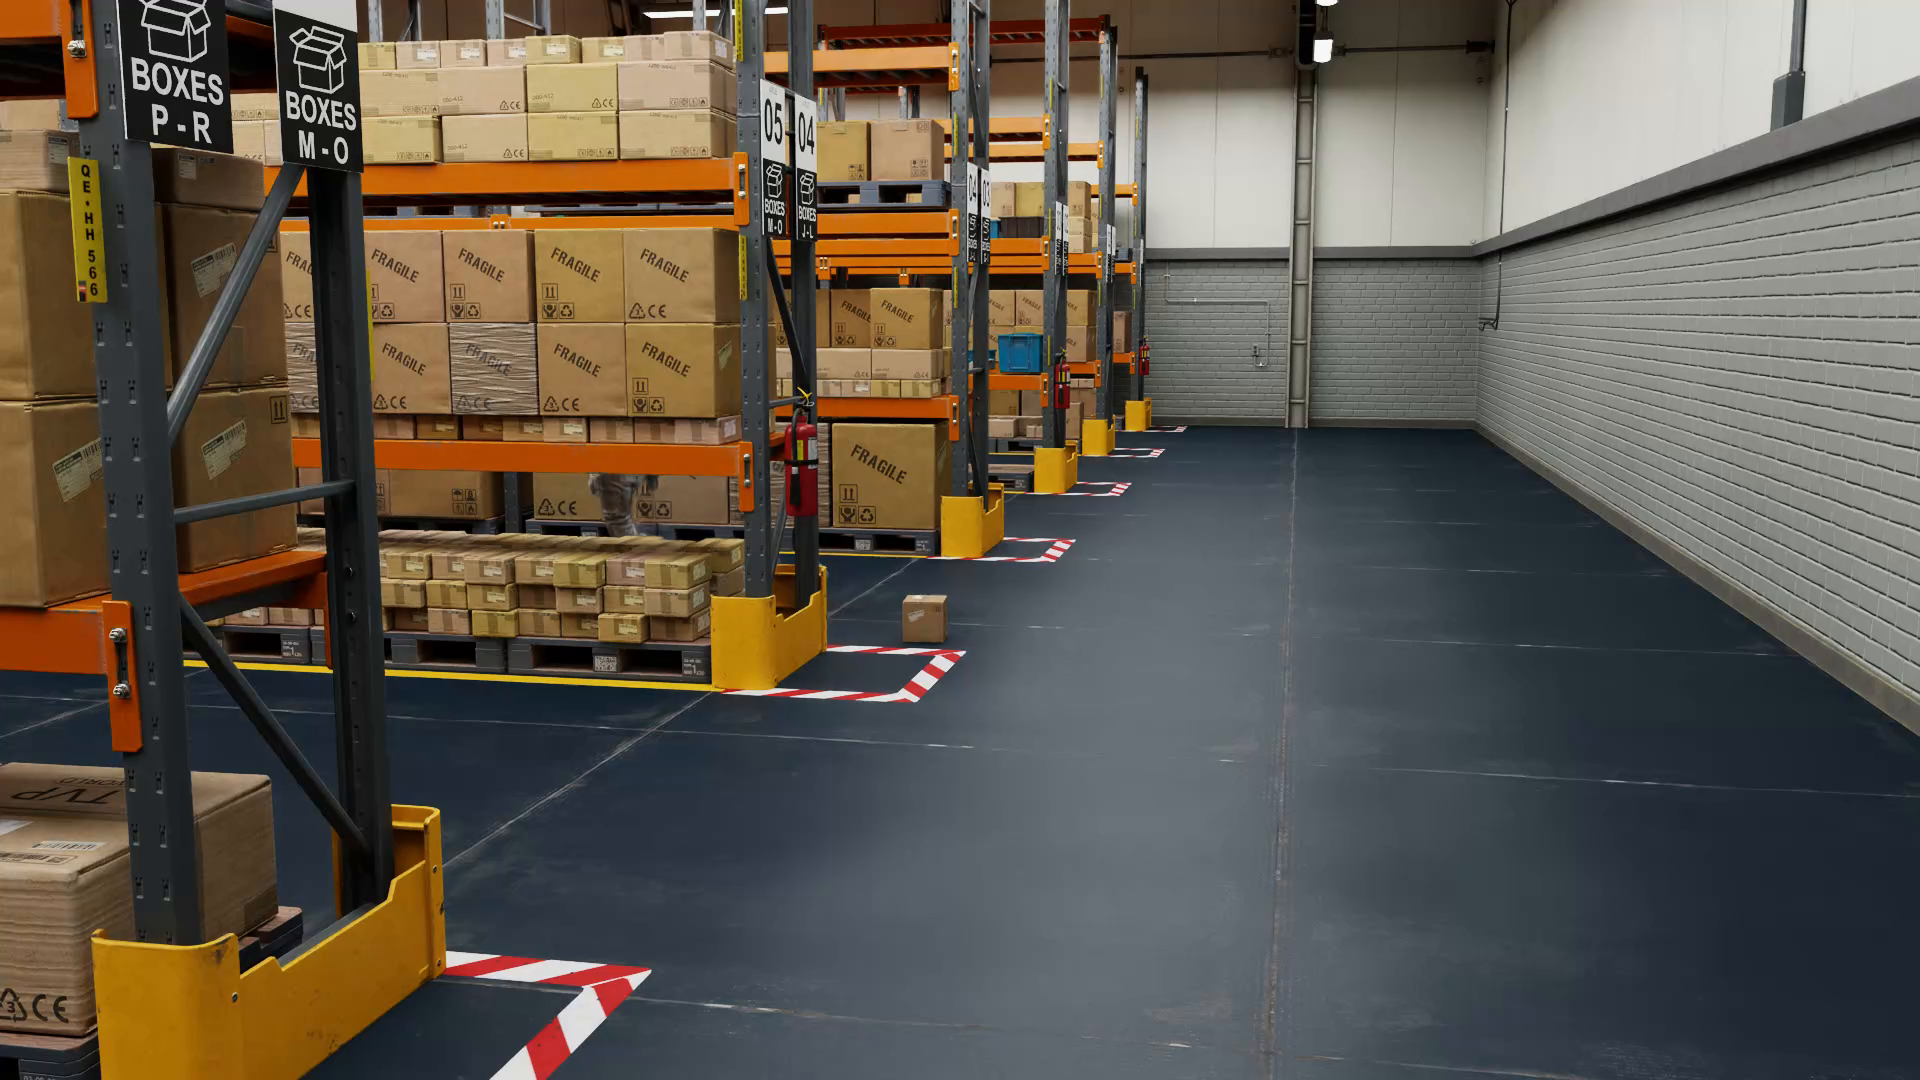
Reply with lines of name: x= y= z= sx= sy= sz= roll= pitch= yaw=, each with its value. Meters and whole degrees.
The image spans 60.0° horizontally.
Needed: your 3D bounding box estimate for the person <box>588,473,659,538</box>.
person: x=-2.408 y=-0.498 z=11.729 sx=0.474 sy=1.798 sz=0.592 roll=3 pitch=8 yaw=22
